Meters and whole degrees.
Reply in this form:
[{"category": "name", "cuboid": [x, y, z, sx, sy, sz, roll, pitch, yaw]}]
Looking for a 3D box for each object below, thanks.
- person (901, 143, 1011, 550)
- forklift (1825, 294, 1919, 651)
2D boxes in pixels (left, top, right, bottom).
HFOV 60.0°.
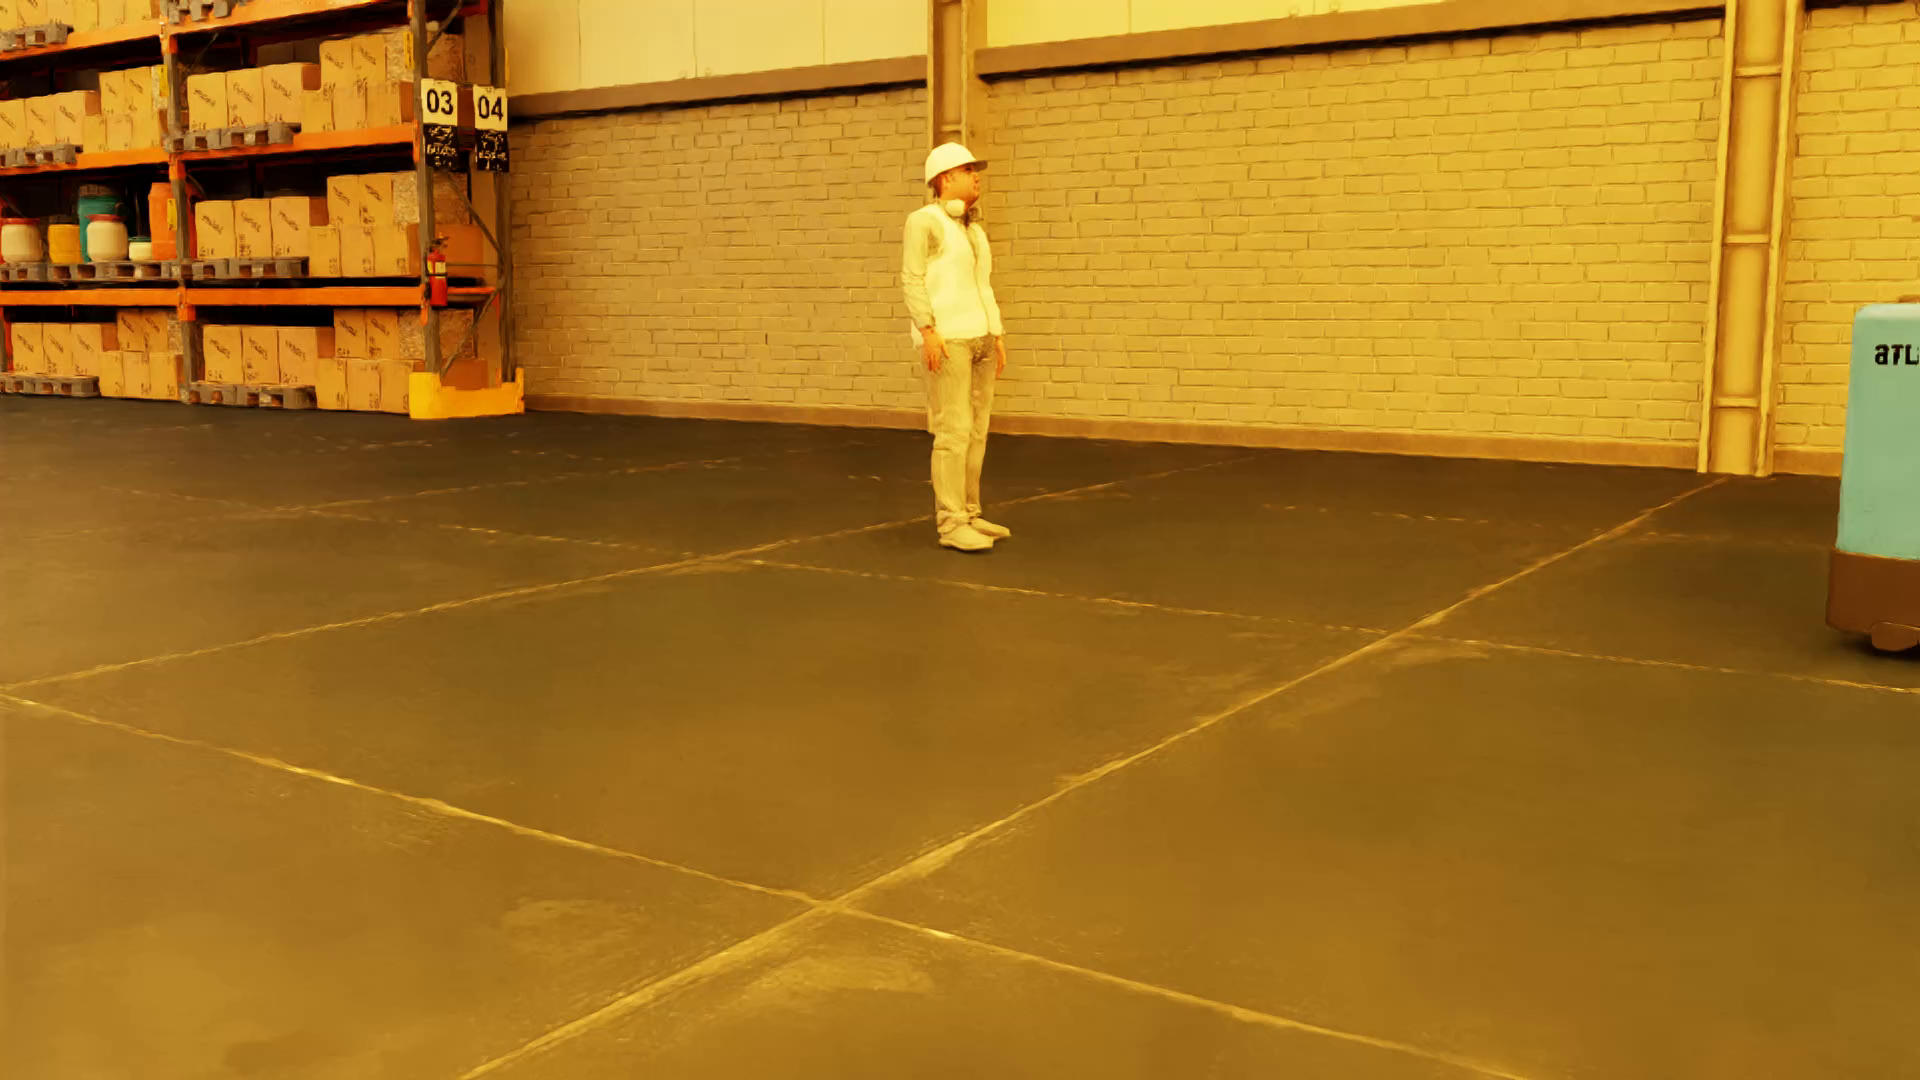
[{"category": "person", "cuboid": [0.047, -0.879, 7.436, 0.567, 1.773, 0.632, 5, 10, 34]}, {"category": "forklift", "cuboid": [3.991, -0.985, 4.121, 1.130, 2.935, 3.031, -6, 10, -36]}]
